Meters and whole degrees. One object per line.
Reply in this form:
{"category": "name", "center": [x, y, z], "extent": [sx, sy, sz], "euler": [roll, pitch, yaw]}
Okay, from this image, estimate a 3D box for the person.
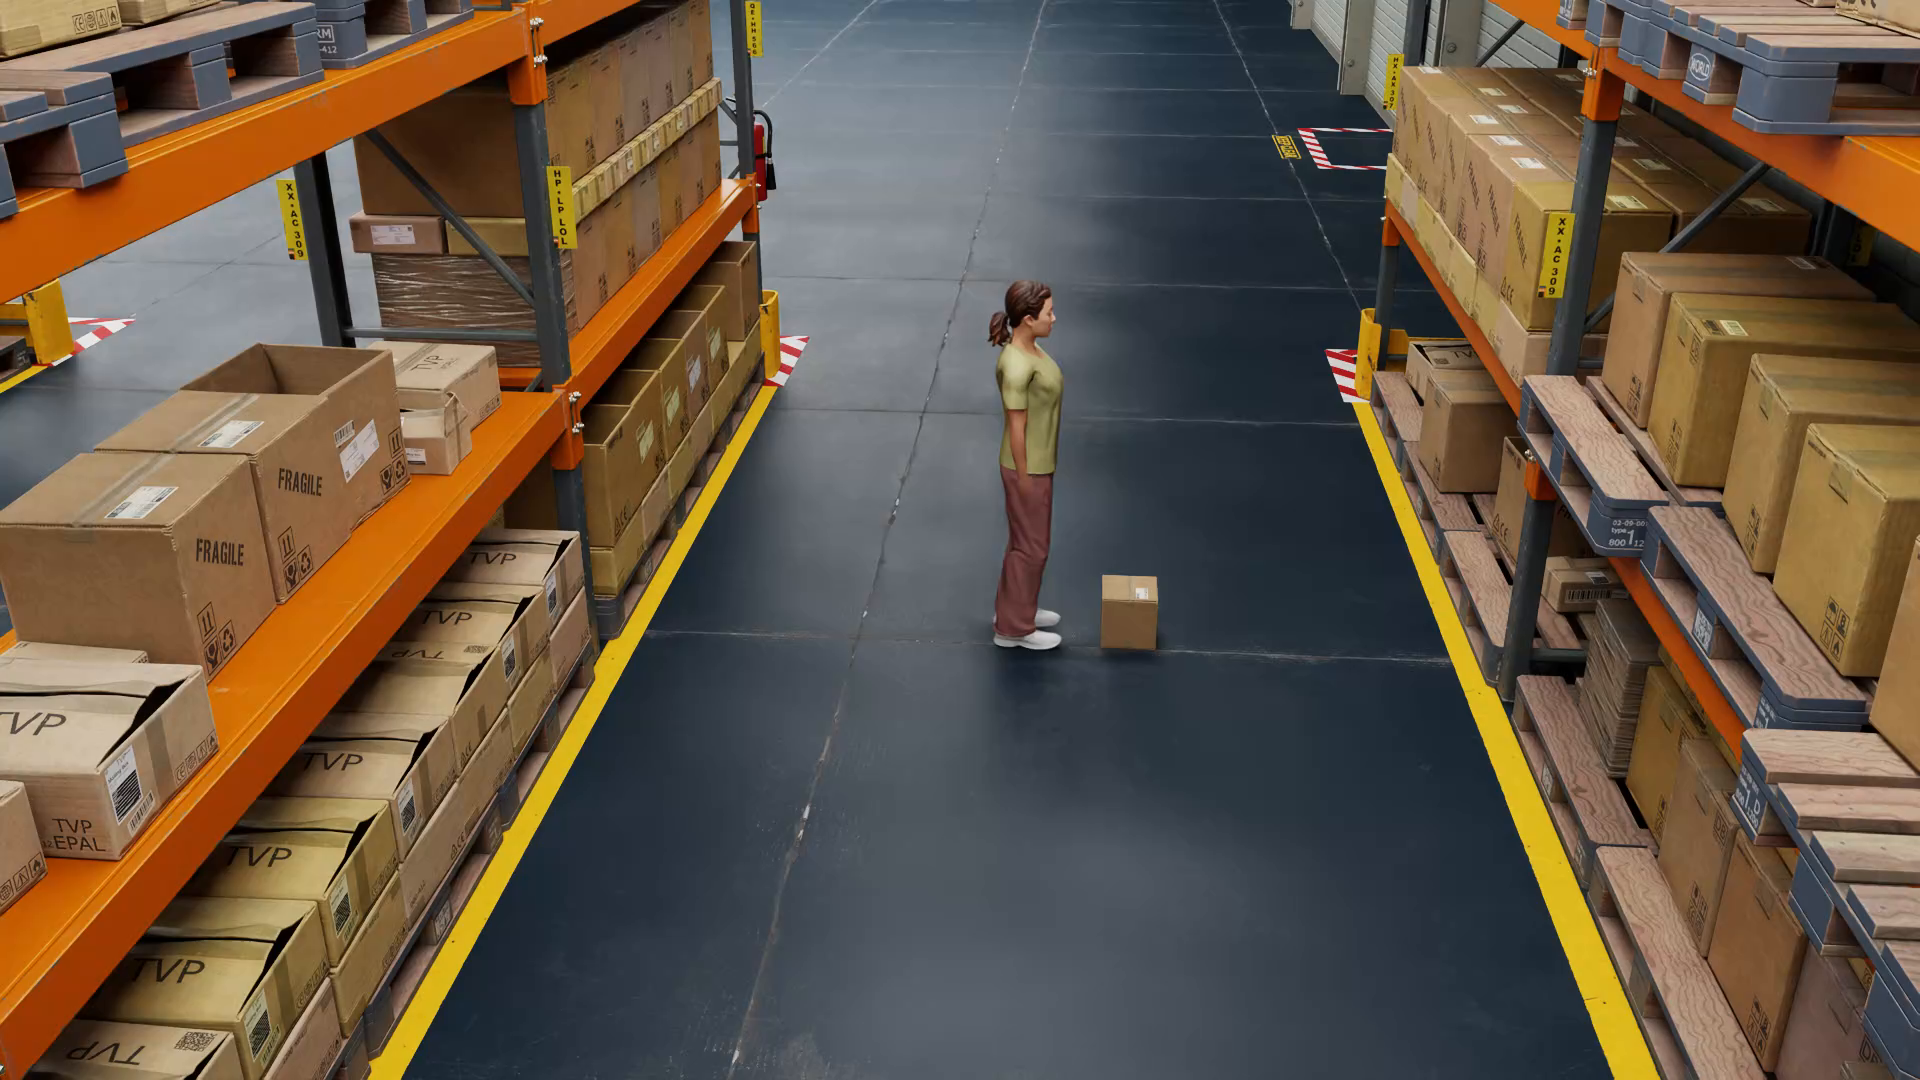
{"category": "person", "center": [0.291, -0.331, 7.342], "extent": [0.364, 1.675, 0.441], "euler": [2, 25, 5]}
